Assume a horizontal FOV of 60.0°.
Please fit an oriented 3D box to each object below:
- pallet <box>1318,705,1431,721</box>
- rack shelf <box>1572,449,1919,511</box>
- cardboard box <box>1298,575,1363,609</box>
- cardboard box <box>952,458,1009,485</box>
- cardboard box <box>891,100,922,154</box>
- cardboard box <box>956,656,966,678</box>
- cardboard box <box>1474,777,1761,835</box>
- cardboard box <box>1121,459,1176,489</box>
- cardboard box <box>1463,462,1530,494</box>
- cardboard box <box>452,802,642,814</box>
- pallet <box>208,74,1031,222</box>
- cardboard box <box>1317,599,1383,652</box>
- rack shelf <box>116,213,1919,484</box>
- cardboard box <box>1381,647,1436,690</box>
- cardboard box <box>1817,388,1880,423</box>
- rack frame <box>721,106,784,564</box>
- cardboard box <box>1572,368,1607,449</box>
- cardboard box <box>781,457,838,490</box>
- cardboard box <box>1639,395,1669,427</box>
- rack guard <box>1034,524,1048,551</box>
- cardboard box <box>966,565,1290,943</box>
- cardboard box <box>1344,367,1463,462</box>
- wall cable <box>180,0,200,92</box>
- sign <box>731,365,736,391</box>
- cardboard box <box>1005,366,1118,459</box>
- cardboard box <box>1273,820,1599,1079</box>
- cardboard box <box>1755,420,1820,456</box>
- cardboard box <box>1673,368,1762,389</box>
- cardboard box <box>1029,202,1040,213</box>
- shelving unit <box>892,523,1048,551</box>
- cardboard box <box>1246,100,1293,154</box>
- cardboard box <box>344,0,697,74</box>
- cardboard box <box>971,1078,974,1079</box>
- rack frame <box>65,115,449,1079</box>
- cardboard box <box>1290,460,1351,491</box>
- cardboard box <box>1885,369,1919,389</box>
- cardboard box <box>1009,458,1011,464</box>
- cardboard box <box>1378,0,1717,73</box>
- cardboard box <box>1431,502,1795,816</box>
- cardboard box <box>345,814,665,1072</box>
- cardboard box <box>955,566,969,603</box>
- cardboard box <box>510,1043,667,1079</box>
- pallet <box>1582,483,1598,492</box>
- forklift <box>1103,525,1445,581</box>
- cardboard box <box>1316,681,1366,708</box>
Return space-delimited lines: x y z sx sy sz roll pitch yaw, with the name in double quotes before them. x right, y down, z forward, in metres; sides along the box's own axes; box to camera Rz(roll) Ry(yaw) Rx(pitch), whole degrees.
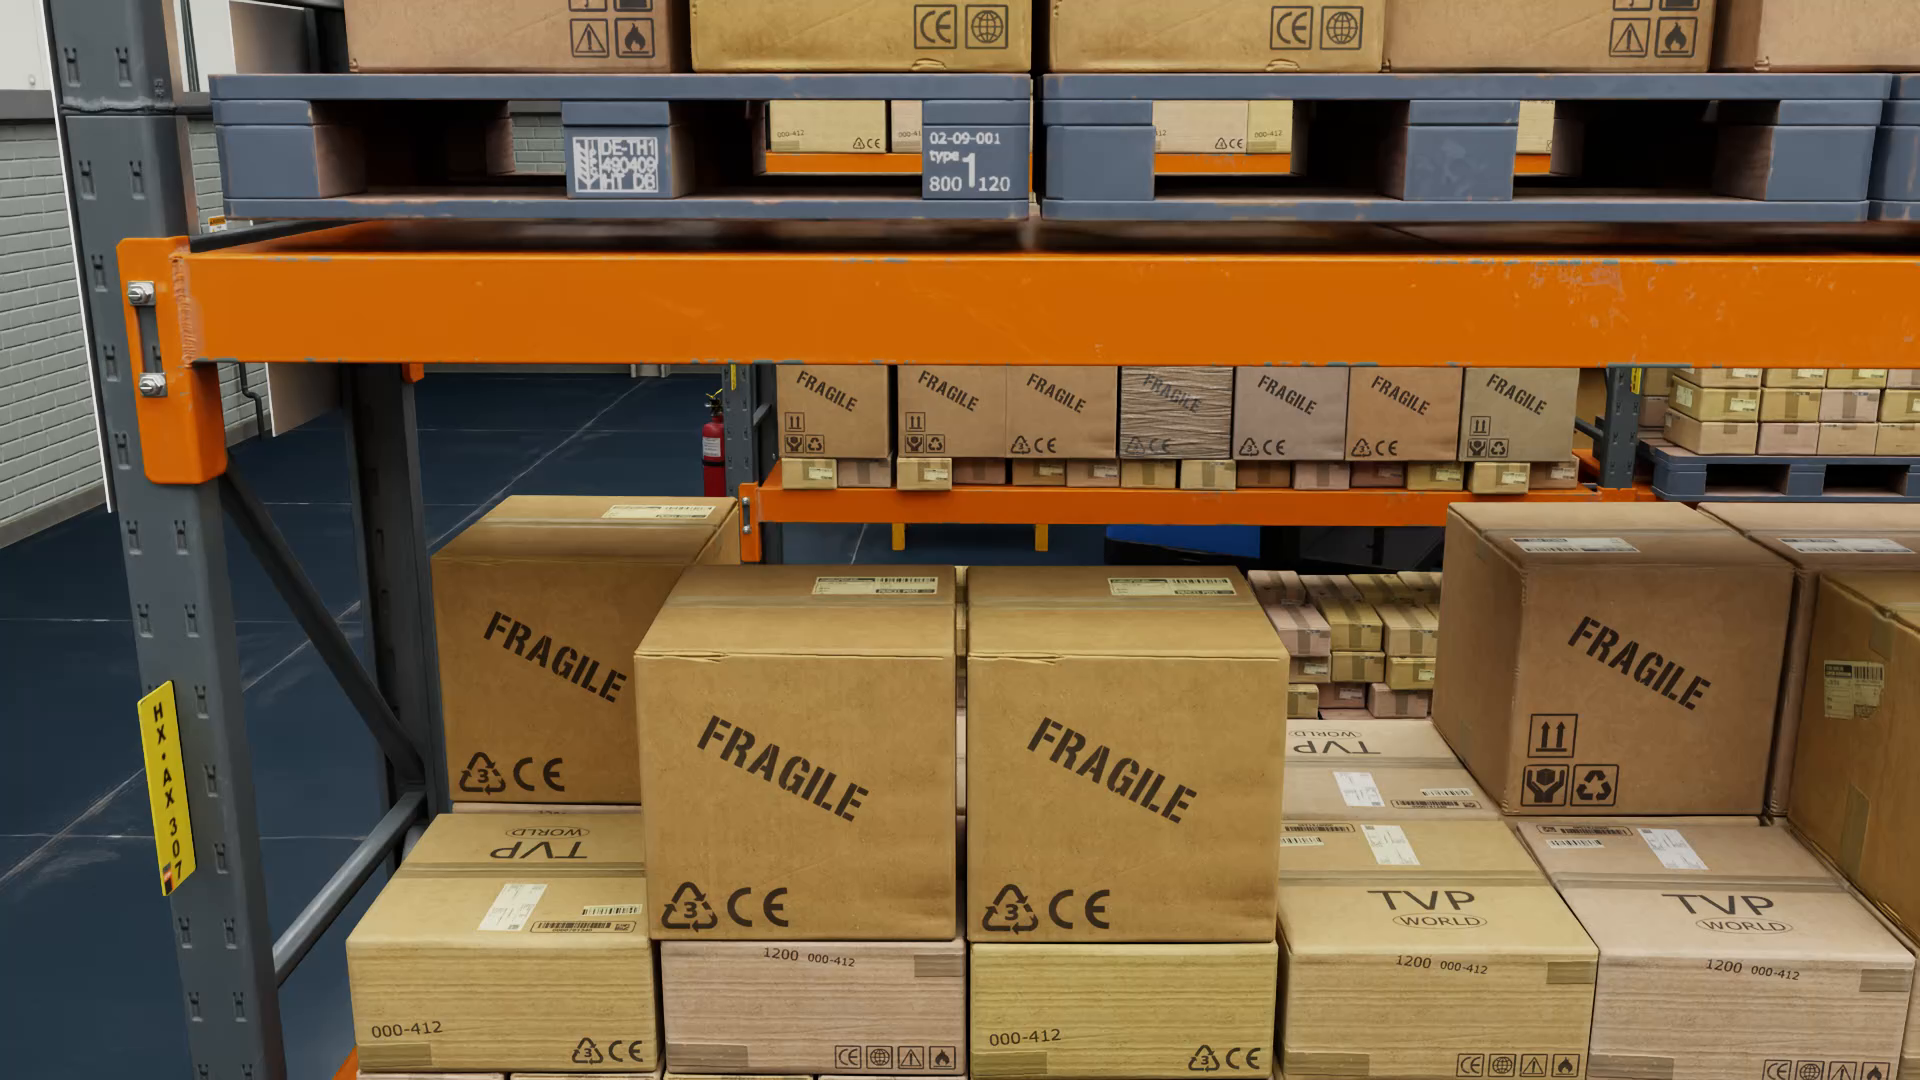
"pallet" 2.325 0.822 8.310 1.213 0.211 1.003 0 15 1
"rack shelf" 4.996 -0.170 8.014 4.000 0.370 1.077 0 15 1
"cardboard box" 1.869 0.300 8.422 0.250 0.149 0.380 0 15 0
"cardboard box" 0.099 -0.376 7.879 0.250 0.149 0.380 1 15 4
"cardboard box" -0.033 -1.862 7.432 0.500 0.250 0.500 1 15 3
"cardboard box" 0.035 0.539 8.100 0.250 0.149 0.380 1 15 2
"cardboard box" 1.291 0.586 3.451 0.500 0.250 0.500 1 15 3
"cardboard box" 0.874 -0.353 7.789 0.250 0.149 0.380 1 15 3
"cardboard box" 2.445 -0.325 7.686 0.250 0.149 0.380 0 15 0
"cardboard box" -0.738 0.571 3.505 0.500 0.250 0.500 0 15 1
"pallet" -0.488 -0.698 2.899 1.213 0.211 1.003 0 15 1
"cardboard box" 1.872 0.408 8.012 0.250 0.149 0.380 1 15 3
"rack shelf" 0.770 -0.382 2.939 4.000 0.370 1.077 0 15 1
"cardboard box" 2.135 0.584 7.929 0.250 0.149 0.380 0 15 -1
"cardboard box" 3.896 -0.634 7.448 0.250 0.149 0.380 1 15 3
"rack frame" -1.002 -0.557 8.071 0.127 3.000 1.000 0 15 1
"cardboard box" 4.547 -0.982 13.024 0.875 0.875 0.875 1 15 3
"cardboard box" -0.686 -0.350 7.778 0.250 0.149 0.380 0 15 1
"cardboard box" 3.399 -0.660 8.132 0.250 0.149 0.380 0 15 0
"rack guard" 0.574 -0.117 11.794 0.087 0.250 0.587 0 15 1
"cardboard box" 0.261 0.351 2.872 0.500 0.500 0.500 0 15 0
"cardboard box" 1.987 -0.658 7.674 0.500 0.500 0.500 0 15 0
"wall cable" -6.539 -5.606 15.375 0.133 3.039 2.988 0 15 1
"sign" -1.016 -0.837 7.436 0.005 0.325 0.100 0 15 1
"cardboard box" 0.465 -0.672 7.729 0.500 0.500 0.500 1 15 2
"cardboard box" 0.787 0.716 2.957 0.500 0.250 0.500 0 15 0
"cardboard box" 3.656 -0.492 7.495 0.250 0.149 0.380 1 15 2
"cardboard box" 3.379 -0.780 7.420 0.250 0.149 0.380 1 15 4
"cardboard box" 0.528 -2.273 12.419 0.500 0.500 0.500 0 15 1
"shelving unit" 0.076 -0.725 11.647 1.083 1.500 0.587 0 15 1
"cardboard box" 1.493 -1.852 7.395 0.500 0.250 0.500 0 15 1
"cardboard box" -0.708 -1.053 2.856 0.500 0.500 0.700 -1 15 -2
"cardboard box" 0.144 0.921 2.960 0.250 0.149 0.380 0 15 0
"rack frame" -1.230 0.707 3.279 0.127 3.000 1.000 0 15 1
"cardboard box" 1.650 -0.345 7.758 0.250 0.149 0.380 0 15 -1
"cardboard box" 4.163 -0.775 7.402 0.250 0.149 0.380 0 15 1
"cardboard box" 0.348 -0.491 8.315 0.250 0.149 0.380 0 15 -1
"cardboard box" 0.929 -1.051 2.847 0.500 0.500 0.700 1 15 4
"cardboard box" 1.284 0.224 3.353 0.500 0.500 0.500 0 15 0
"cardboard box" -0.757 0.708 2.987 0.500 0.250 0.500 0 15 0
"cardboard box" 0.046 0.255 8.592 0.250 0.149 0.380 0 15 0
"cardboard box" -0.627 0.917 2.978 0.250 0.149 0.380 0 15 1
"pallet" 5.018 -0.453 13.141 1.213 0.211 1.003 0 15 1
"forklift" 2.475 -1.068 10.141 3.031 2.935 1.130 8 17 27
"cardboard box" 1.812 0.688 8.118 0.250 0.149 0.380 0 15 0
